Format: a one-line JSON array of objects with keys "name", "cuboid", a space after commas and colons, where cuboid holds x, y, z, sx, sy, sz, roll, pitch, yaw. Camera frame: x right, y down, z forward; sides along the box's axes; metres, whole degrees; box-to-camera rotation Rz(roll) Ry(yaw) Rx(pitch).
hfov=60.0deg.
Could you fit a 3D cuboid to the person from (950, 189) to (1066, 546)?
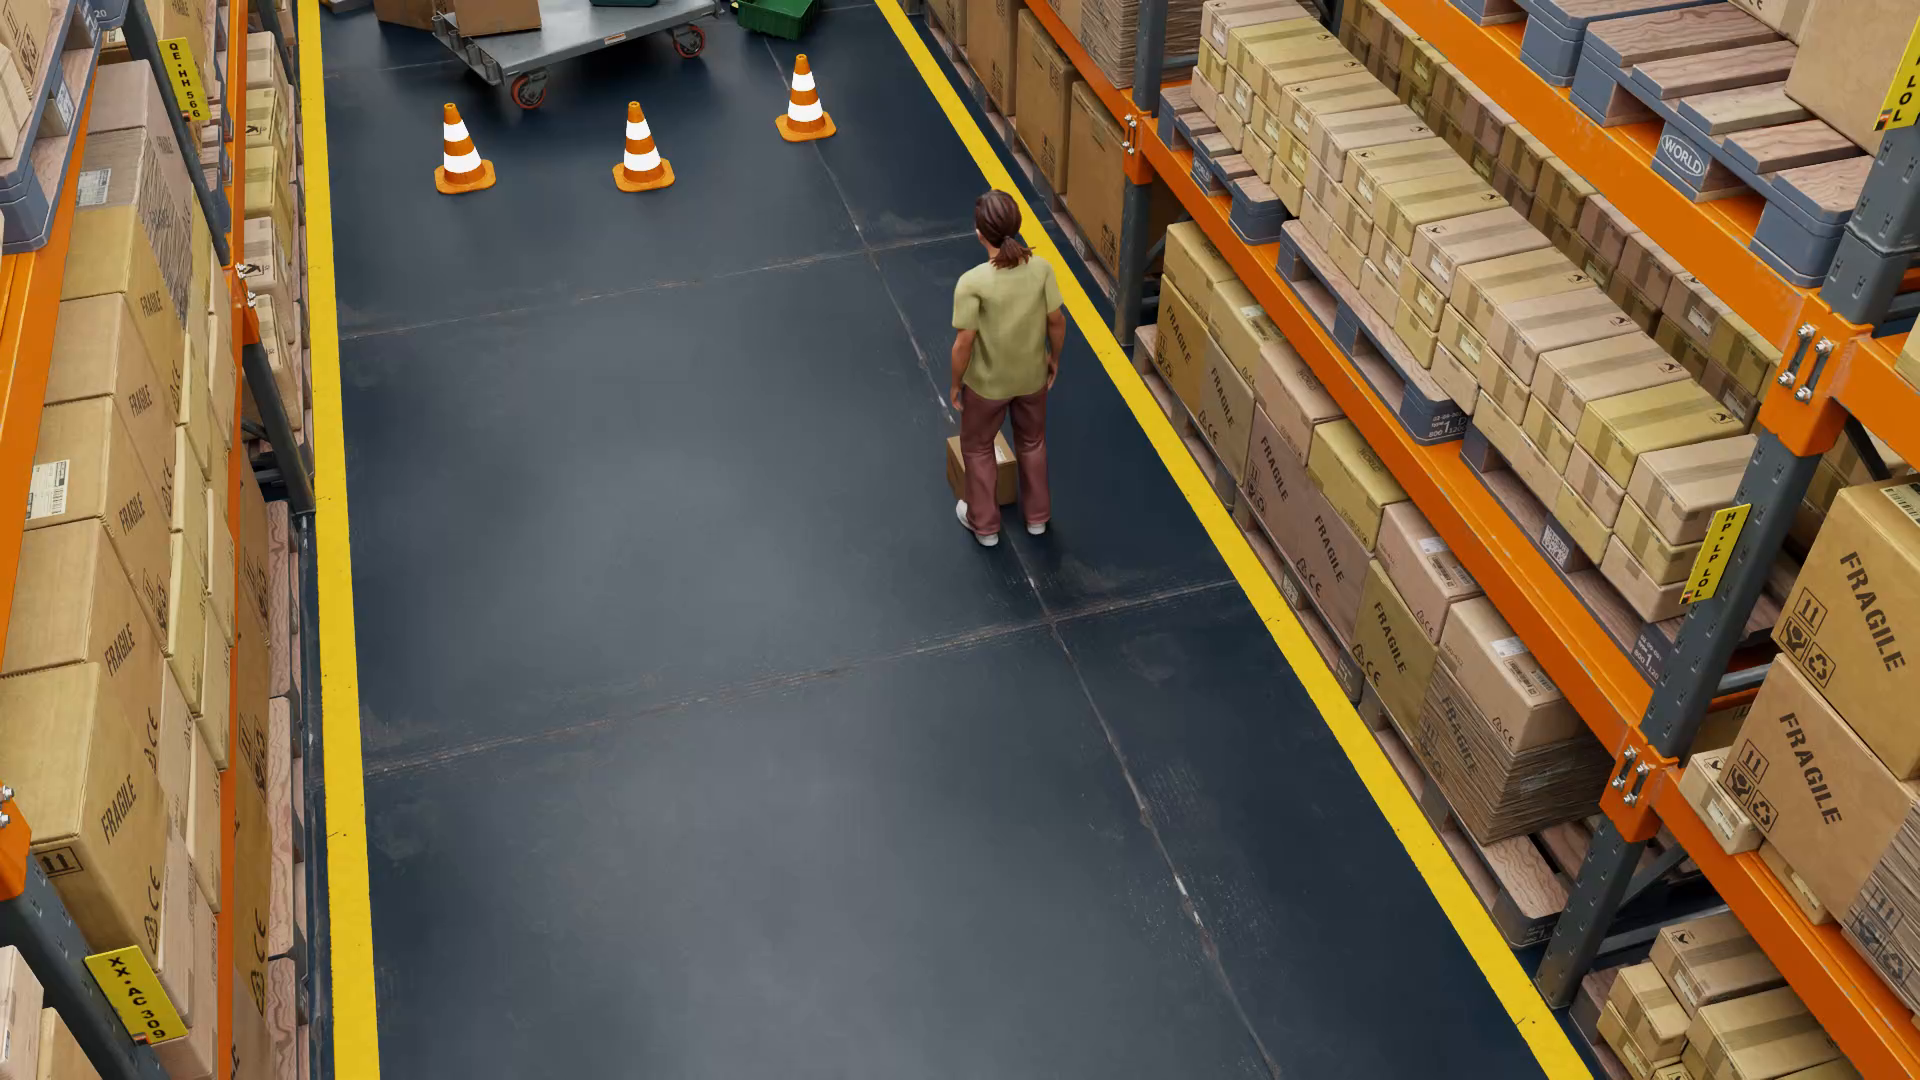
[{"name": "person", "cuboid": [0.177, -0.687, 6.915, 0.502, 1.671, 0.346, -14, 44, -15]}]
